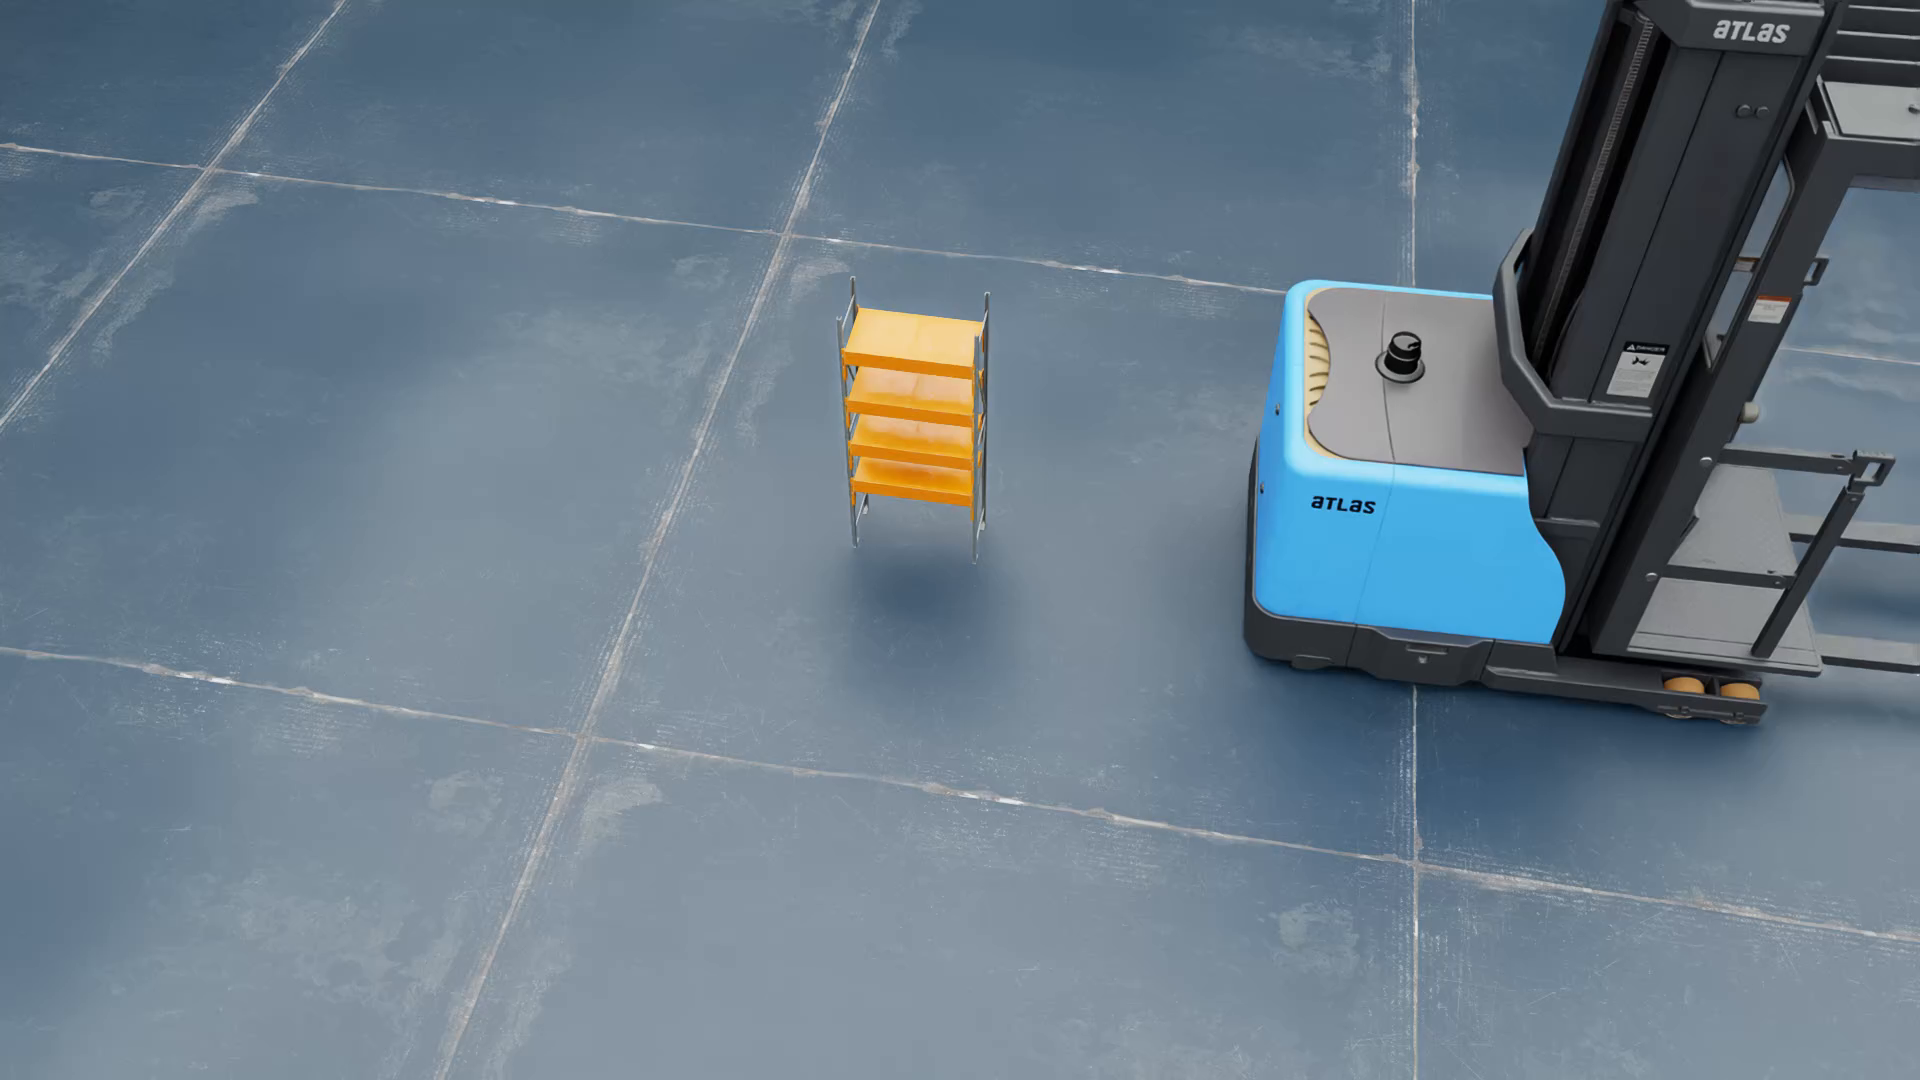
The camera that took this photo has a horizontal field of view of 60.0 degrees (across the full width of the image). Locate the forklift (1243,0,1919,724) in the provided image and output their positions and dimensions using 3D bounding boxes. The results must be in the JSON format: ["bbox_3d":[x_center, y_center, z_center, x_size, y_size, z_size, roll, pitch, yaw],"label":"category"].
[{"bbox_3d":[2.634,-0.727,5.405,3.031,2.935,1.130,6,48,5],"label":"forklift"}]

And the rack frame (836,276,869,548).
[{"bbox_3d":[-0.403,-0.455,6.324,0.015,1.200,0.240,8,49,7],"label":"rack frame"}]

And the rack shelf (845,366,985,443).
[{"bbox_3d":[-0.163,-0.527,6.179,0.480,0.148,0.258,8,49,7],"label":"rack shelf"}]

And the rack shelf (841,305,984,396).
[{"bbox_3d":[-0.163,-0.686,6.003,0.480,0.148,0.258,8,49,7],"label":"rack shelf"}]

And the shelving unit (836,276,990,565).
[{"bbox_3d":[-0.163,-0.423,6.295,0.503,1.200,0.258,8,49,7],"label":"shelving unit"}]

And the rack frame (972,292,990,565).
[{"bbox_3d":[0.077,-0.391,6.266,0.015,1.200,0.240,8,49,7],"label":"rack frame"}]

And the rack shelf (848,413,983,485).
[{"bbox_3d":[-0.163,-0.378,6.345,0.480,0.148,0.258,8,49,7],"label":"rack shelf"}]

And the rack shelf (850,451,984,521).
[{"bbox_3d":[-0.163,-0.245,6.493,0.480,0.148,0.258,8,49,7],"label":"rack shelf"}]
